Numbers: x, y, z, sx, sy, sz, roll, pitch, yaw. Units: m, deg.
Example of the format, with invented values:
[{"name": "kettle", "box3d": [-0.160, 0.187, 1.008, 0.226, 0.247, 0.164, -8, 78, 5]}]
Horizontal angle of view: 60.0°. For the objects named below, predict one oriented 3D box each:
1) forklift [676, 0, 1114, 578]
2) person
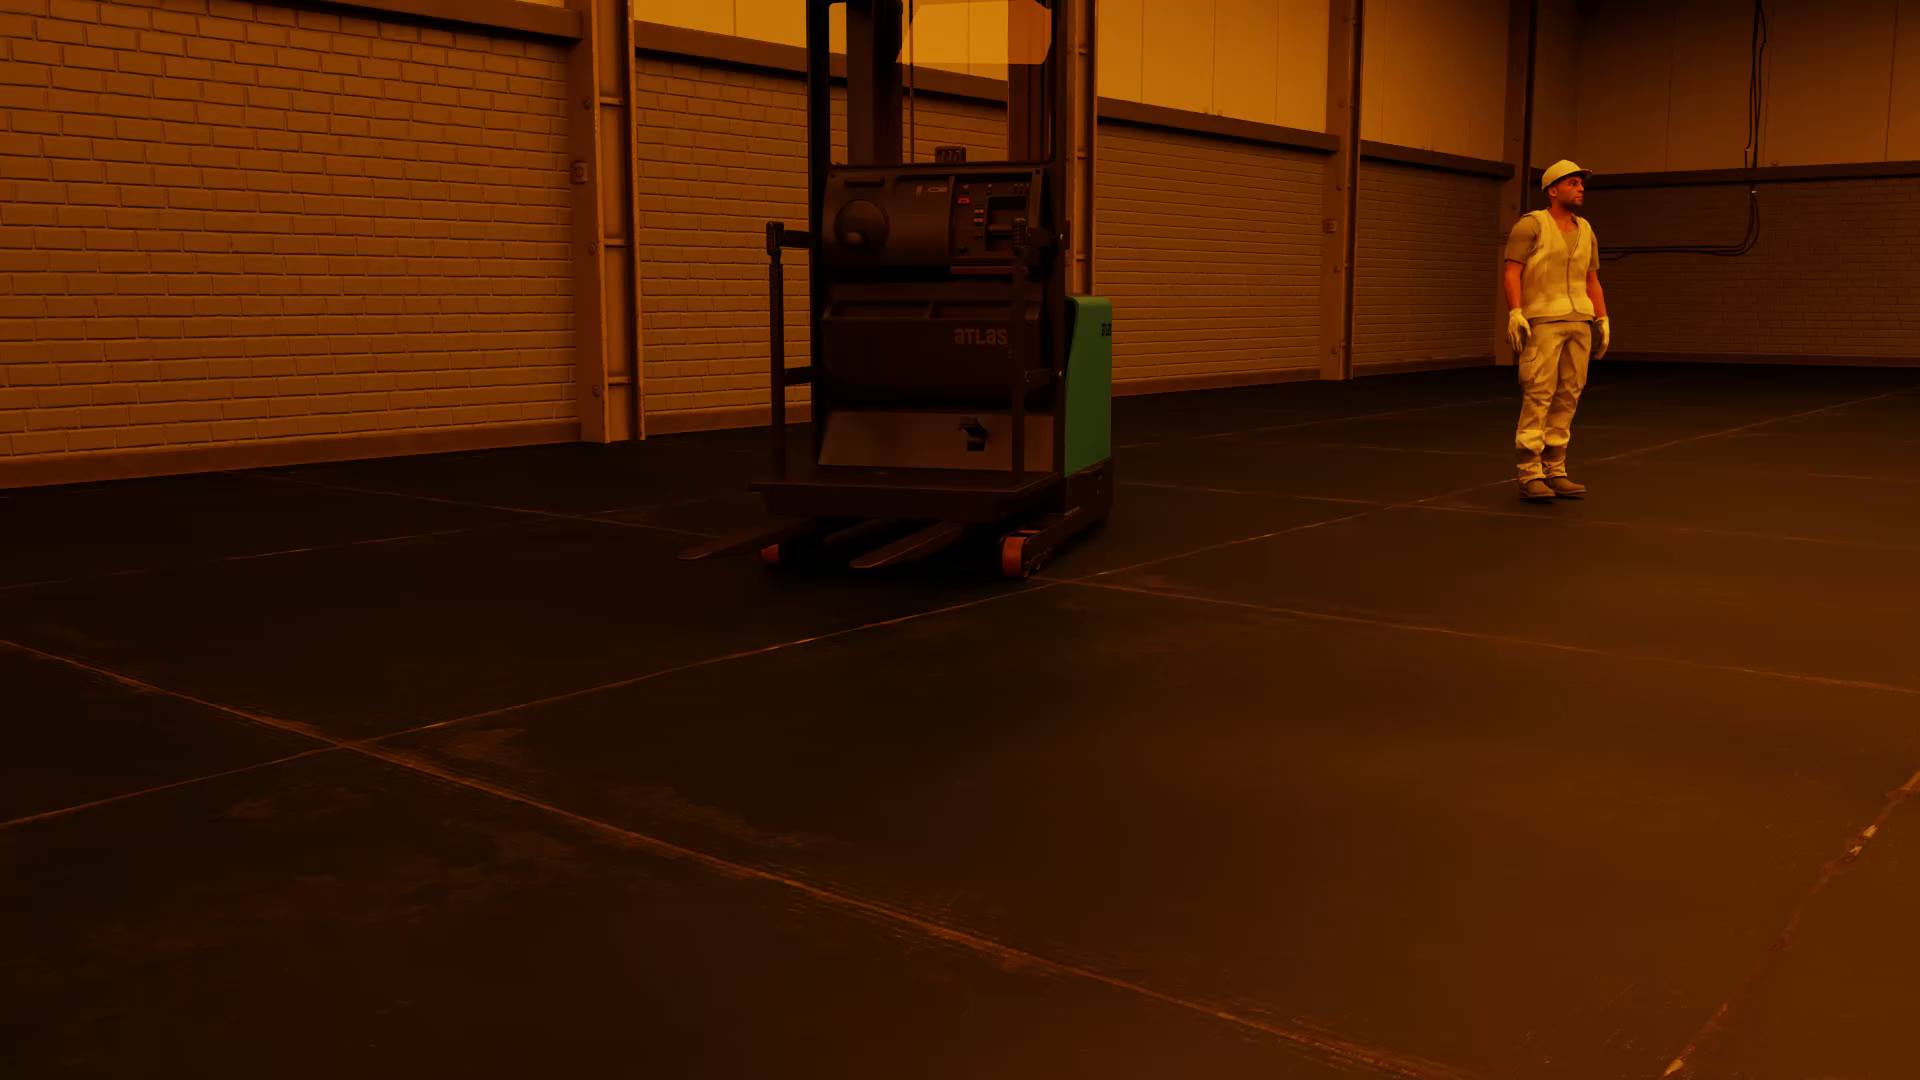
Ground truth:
[{"name": "forklift", "box3d": [-0.176, -1.366, 6.616, 1.130, 2.935, 3.031, 3, 9, 17]}, {"name": "person", "box3d": [3.237, -1.129, 8.895, 0.638, 1.789, 0.563, -3, 9, -19]}]
